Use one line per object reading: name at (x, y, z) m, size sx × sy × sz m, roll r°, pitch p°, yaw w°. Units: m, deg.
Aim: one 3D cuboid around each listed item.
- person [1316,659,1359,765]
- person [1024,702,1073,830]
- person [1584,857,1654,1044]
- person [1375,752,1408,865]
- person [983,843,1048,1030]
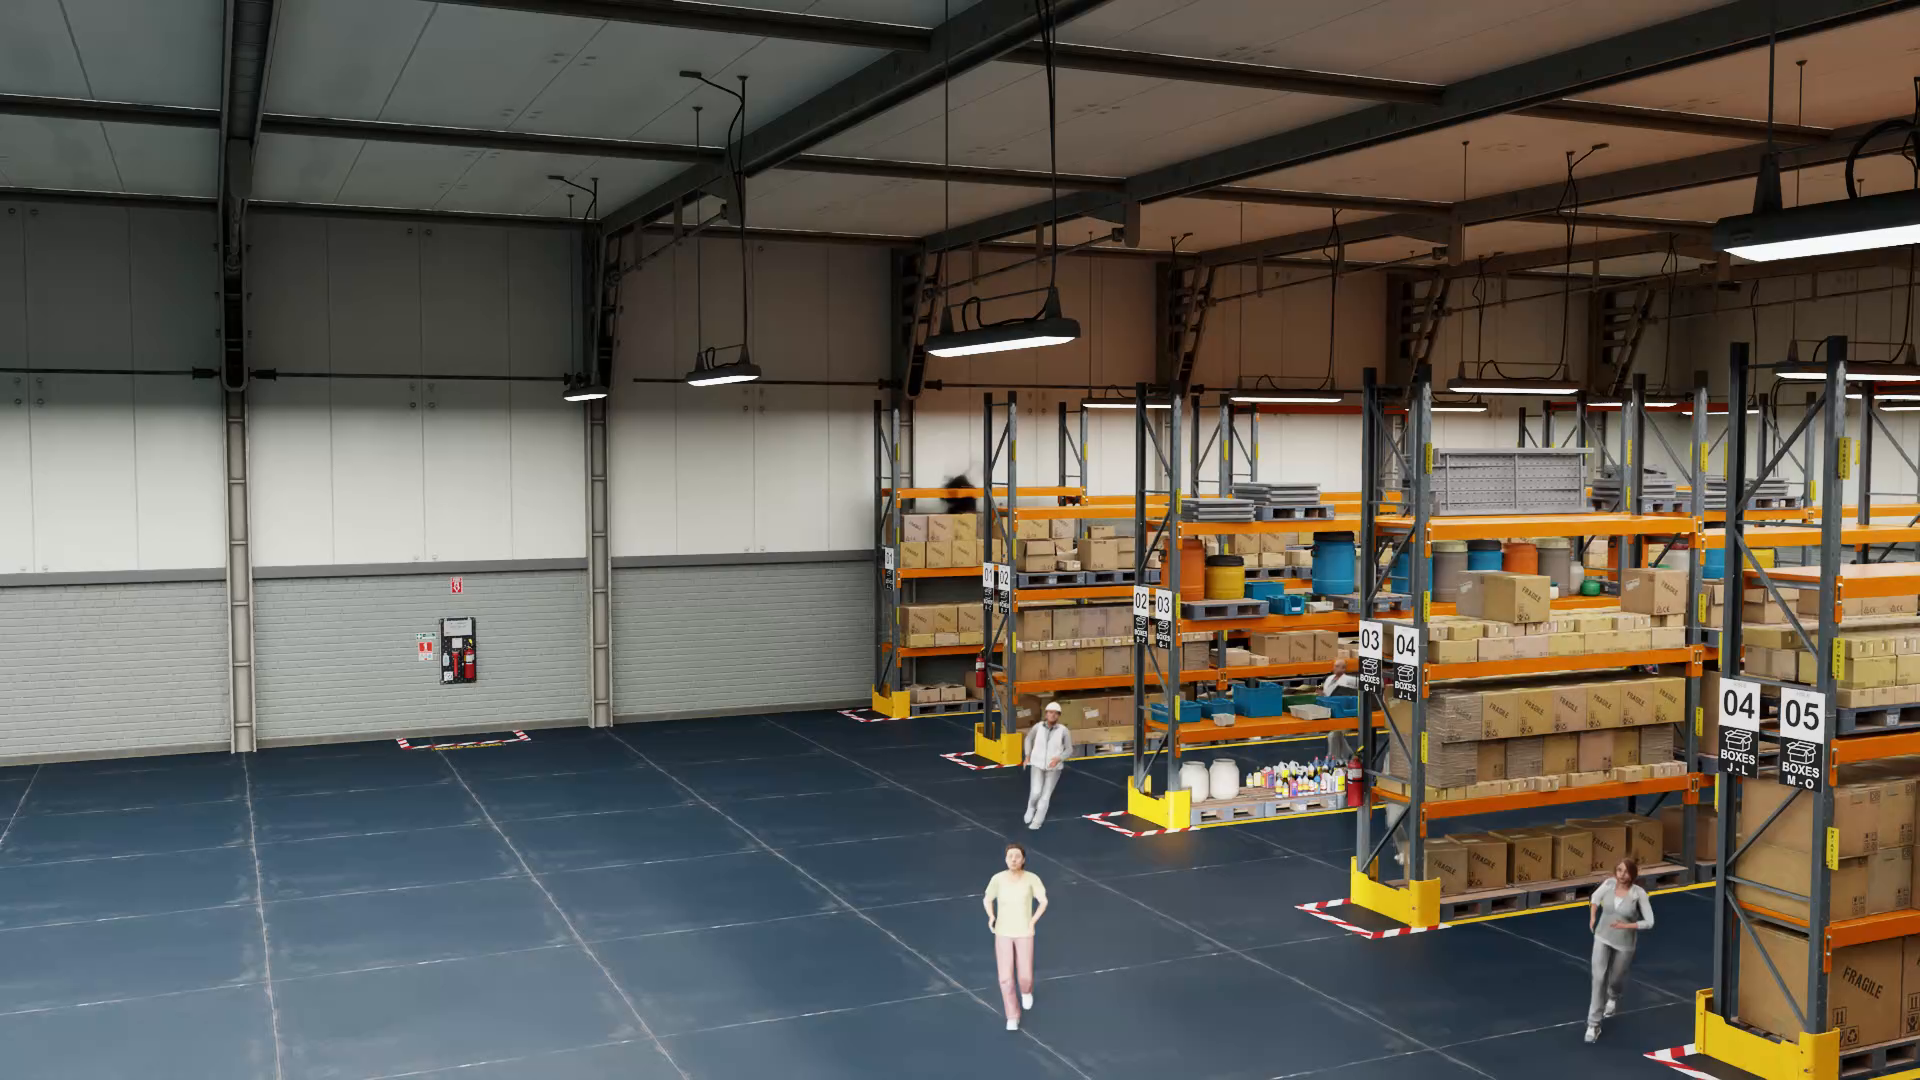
person at (5.883, 2.761, 25.804) m, size 0.832 × 1.831 × 0.681 m, roll -2°, pitch 4°, yaw -29°
person at (1.168, 3.018, 22.130) m, size 0.664 × 1.715 × 0.584 m, roll 0°, pitch 3°, yaw 8°
person at (5.773, 3.543, 14.520) m, size 0.565 × 1.602 × 0.824 m, roll 2°, pitch 4°, yaw 34°
person at (5.355, 3.149, 20.358) m, size 0.616 × 1.656 × 0.548 m, roll -2°, pitch 4°, yaw -35°
person at (0.485, 3.489, 14.780) m, size 0.578 × 1.617 × 0.579 m, roll 0°, pitch 3°, yaw 9°
